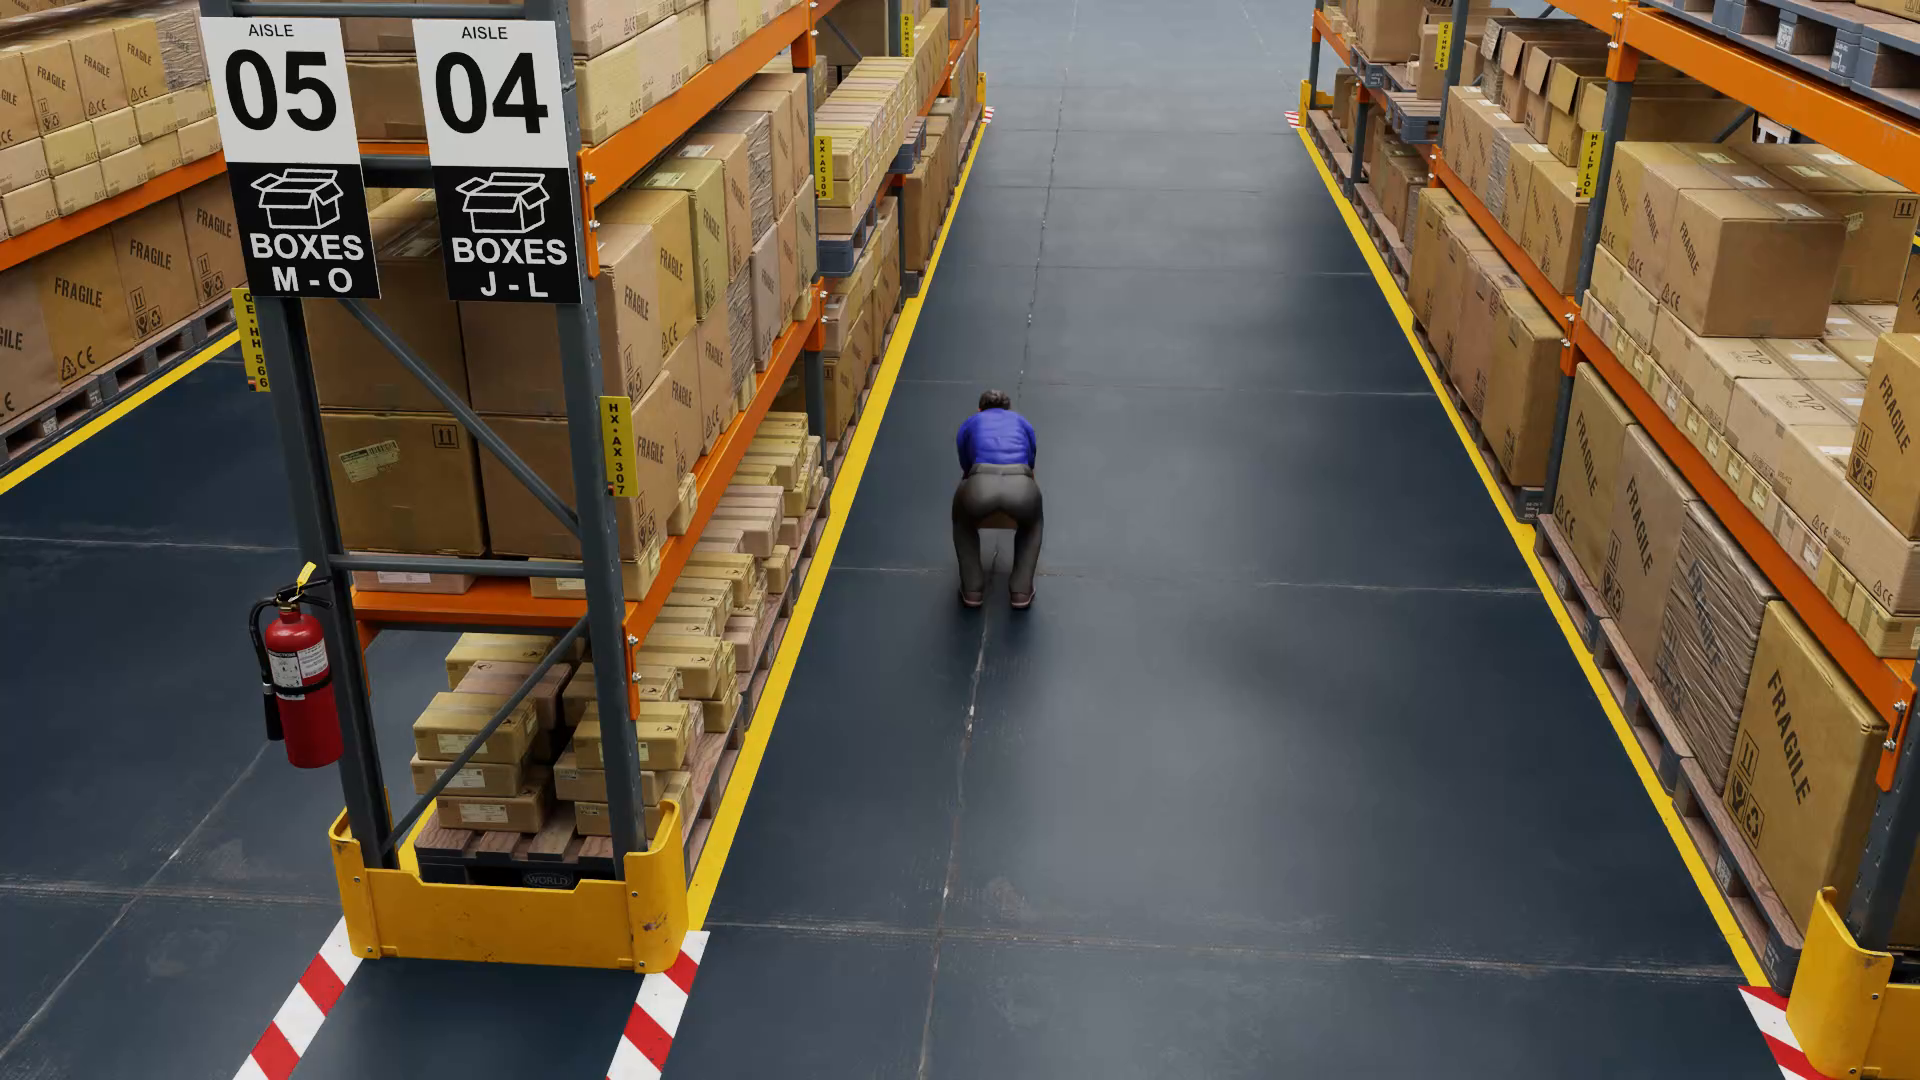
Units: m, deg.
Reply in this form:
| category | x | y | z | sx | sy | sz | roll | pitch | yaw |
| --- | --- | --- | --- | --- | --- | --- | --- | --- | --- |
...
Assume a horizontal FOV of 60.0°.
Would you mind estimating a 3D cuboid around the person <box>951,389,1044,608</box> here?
| category | x | y | z | sx | sy | sz | roll | pitch | yaw |
| --- | --- | --- | --- | --- | --- | --- | --- | --- | --- |
| person | 0.190 | -0.203 | 8.401 | 0.470 | 0.956 | 0.860 | 1 | 25 | 1 |
